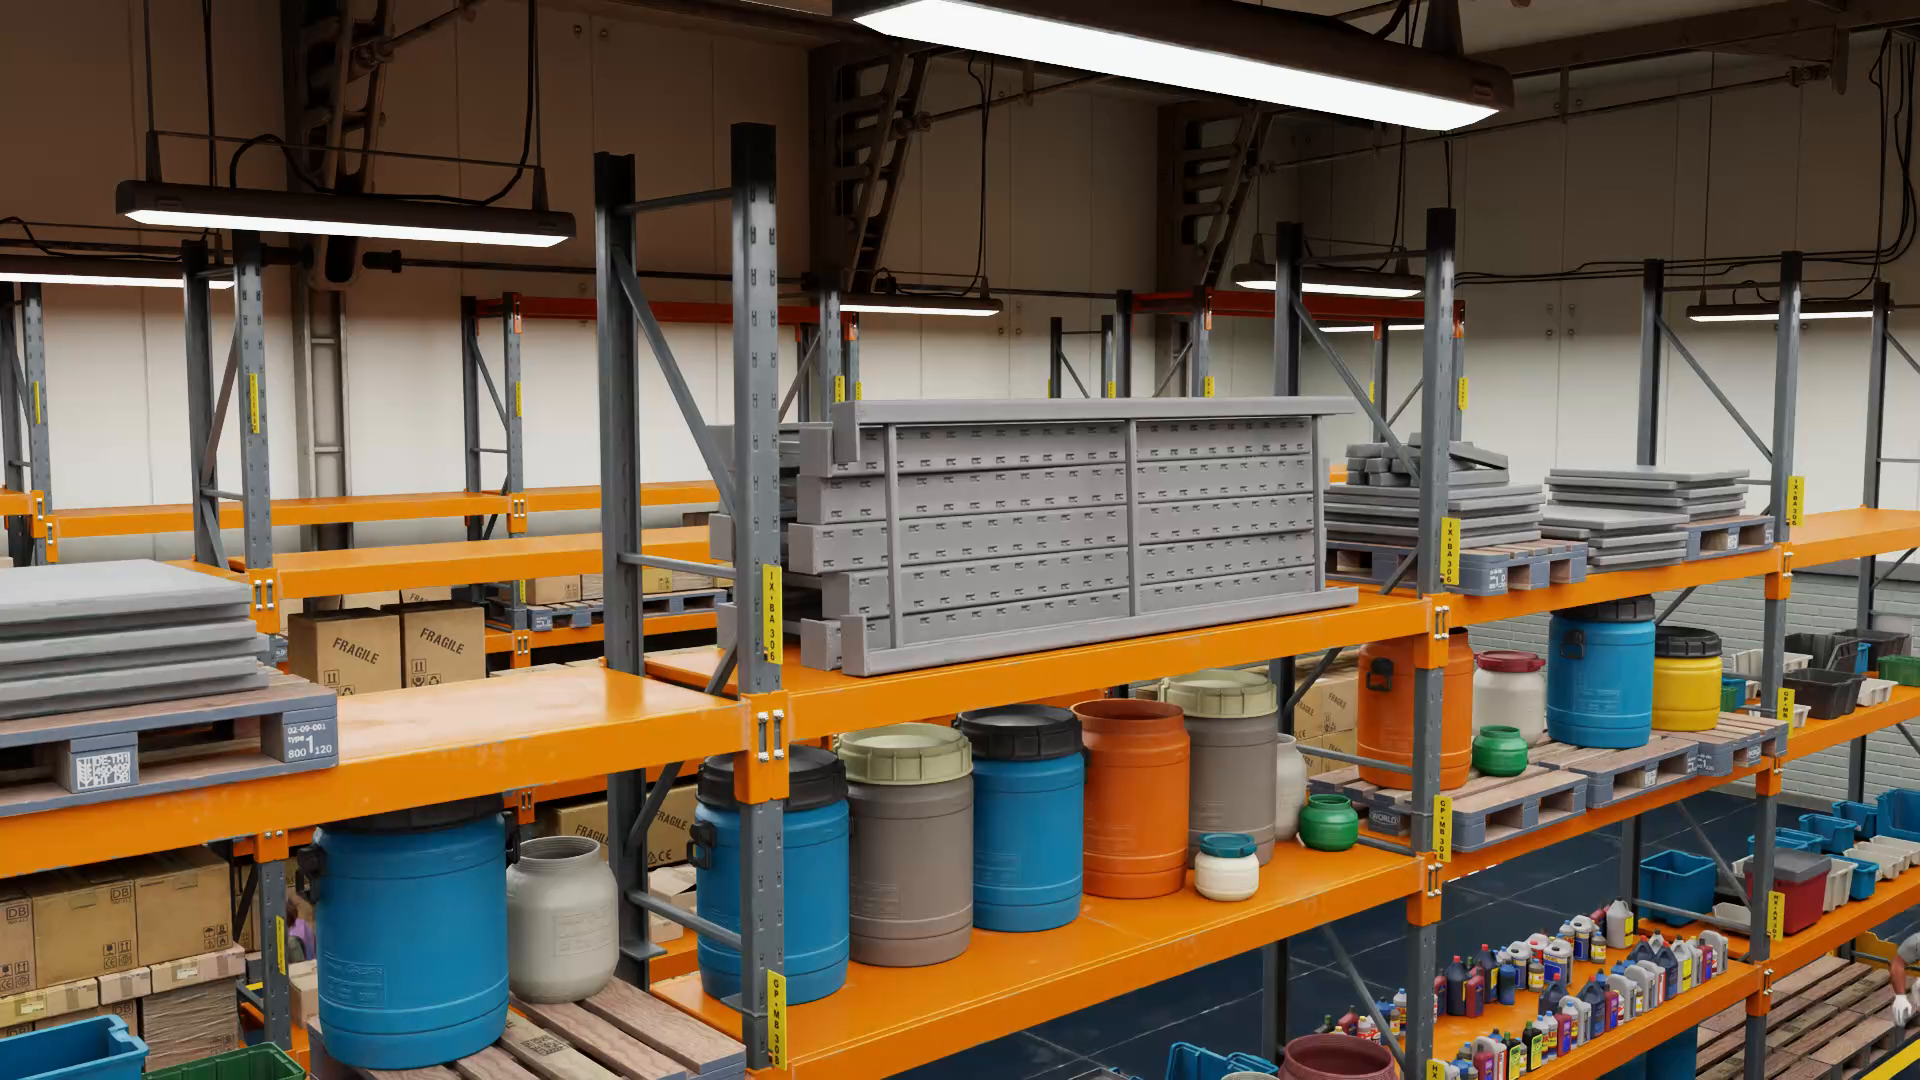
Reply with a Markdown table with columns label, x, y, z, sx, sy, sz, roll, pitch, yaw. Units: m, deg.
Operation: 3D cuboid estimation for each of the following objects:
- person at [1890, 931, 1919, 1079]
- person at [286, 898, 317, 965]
| label | x | y | z | sx | sy | sz | roll | pitch | yaw |
| --- | --- | --- | --- | --- | --- | --- | --- | --- | --- |
| person | 6.794 | 3.244 | 11.409 | 0.669 | 1.727 | 0.849 | -1 | 6 | -12 |
| person | -4.524 | 3.281 | 11.867 | 0.766 | 1.554 | 0.500 | -3 | 6 | -25 |
